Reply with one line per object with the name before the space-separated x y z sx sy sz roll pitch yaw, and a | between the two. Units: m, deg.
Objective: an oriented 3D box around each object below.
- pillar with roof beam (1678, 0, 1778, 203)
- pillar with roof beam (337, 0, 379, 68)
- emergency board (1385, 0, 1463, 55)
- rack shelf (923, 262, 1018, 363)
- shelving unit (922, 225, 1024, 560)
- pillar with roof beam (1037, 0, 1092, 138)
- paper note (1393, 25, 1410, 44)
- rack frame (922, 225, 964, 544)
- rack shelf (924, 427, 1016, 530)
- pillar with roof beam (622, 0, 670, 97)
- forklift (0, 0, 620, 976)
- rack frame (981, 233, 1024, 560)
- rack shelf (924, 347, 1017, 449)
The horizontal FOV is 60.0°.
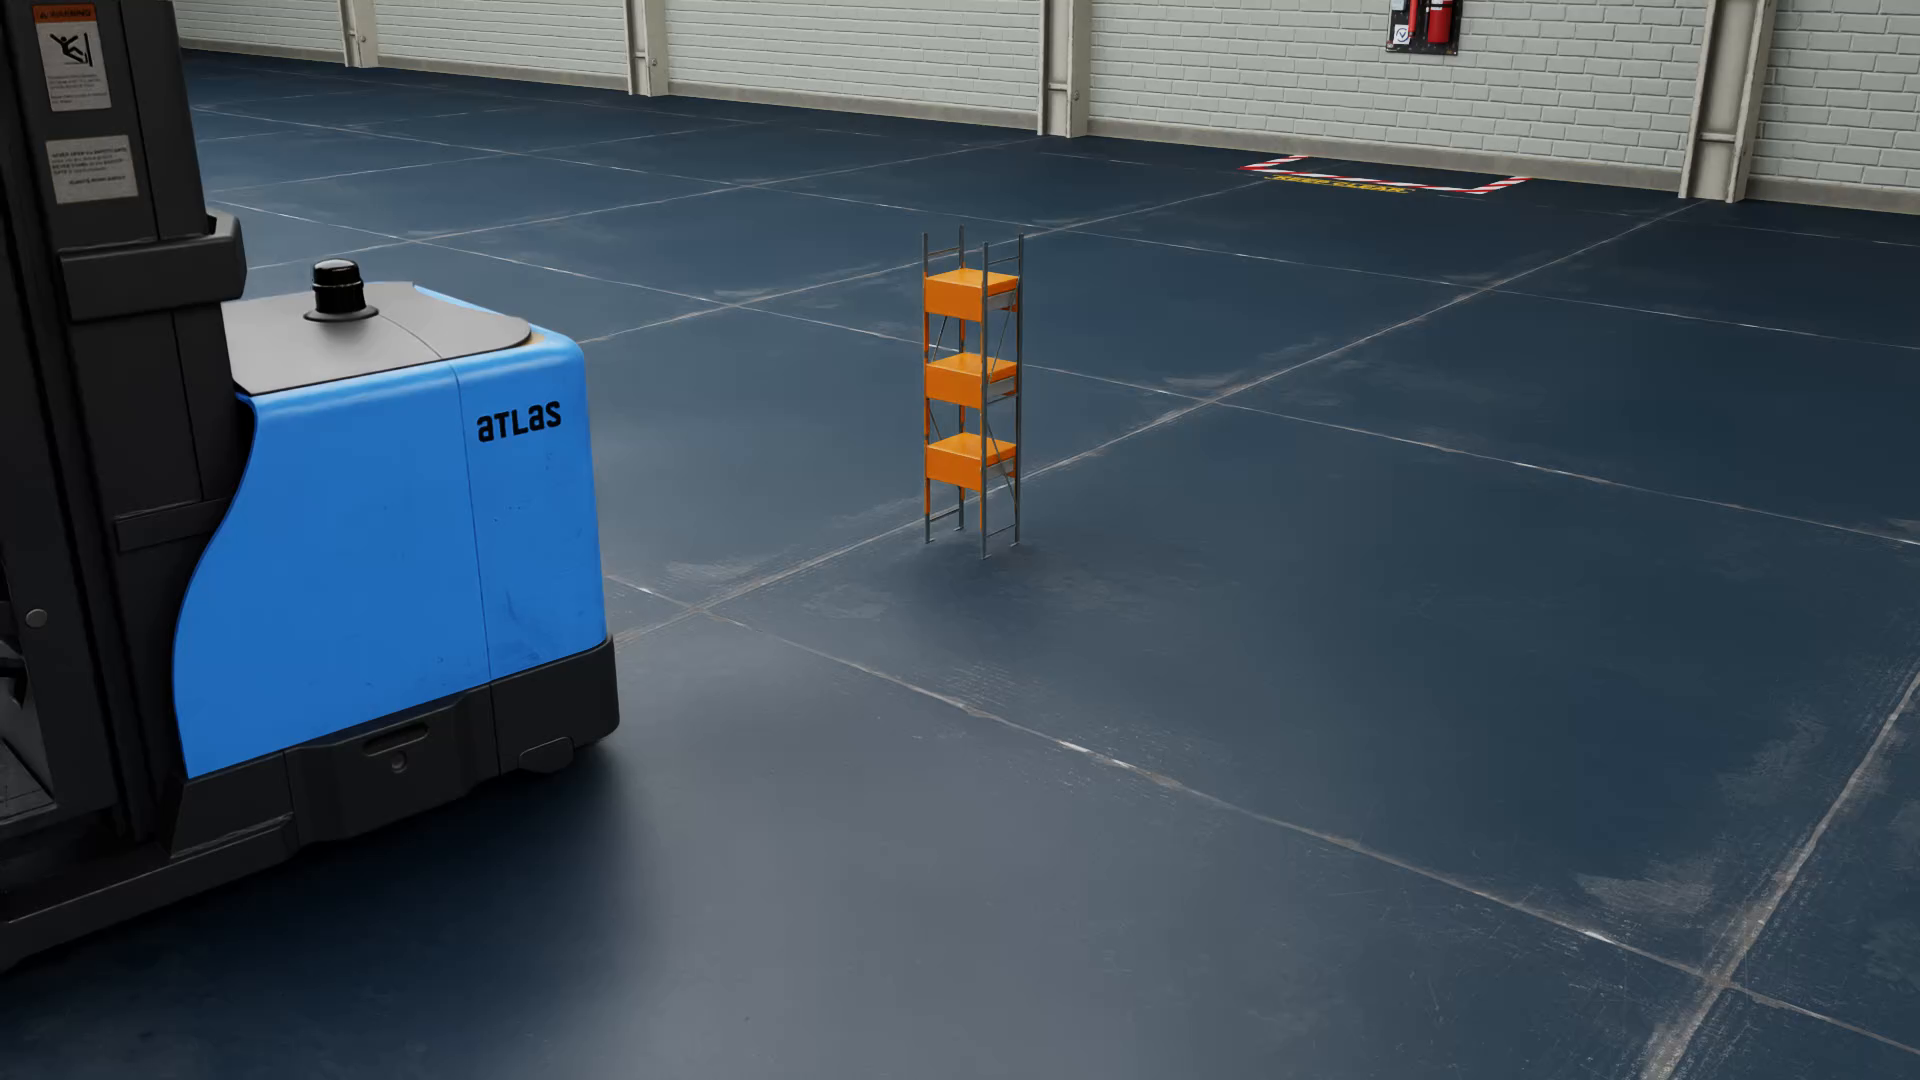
pillar with roof beam | 2.919 -5.603 7.774 0.400 9.000 9.100 16 26 36
pillar with roof beam | -11.026 -9.619 18.423 0.400 9.000 9.100 16 26 36
emergency board | 3.751 -4.535 13.443 0.643 1.169 0.194 16 26 36
rack shelf | 0.041 -0.735 5.355 0.240 0.259 0.215 16 26 36
shelving unit | 0.041 -0.479 5.451 0.252 1.050 0.215 16 26 36
pillar with roof beam | -1.729 -6.942 11.324 0.400 9.000 9.100 16 26 36
paper note | 3.658 -4.181 13.753 0.142 0.148 0.016 16 26 36
rack frame | -0.053 -0.507 5.523 0.008 1.050 0.200 16 26 36
rack shelf | 0.041 -0.209 5.553 0.240 0.259 0.215 16 26 36
pillar with roof beam | -6.377 -8.281 14.873 0.400 9.000 9.100 16 26 36
forklift | -2.287 -0.604 3.116 3.031 2.935 1.130 -18 27 -40
rack frame | 0.136 -0.452 5.379 0.008 1.050 0.200 16 26 36
rack shelf | 0.041 -0.469 5.455 0.240 0.259 0.215 16 26 36
